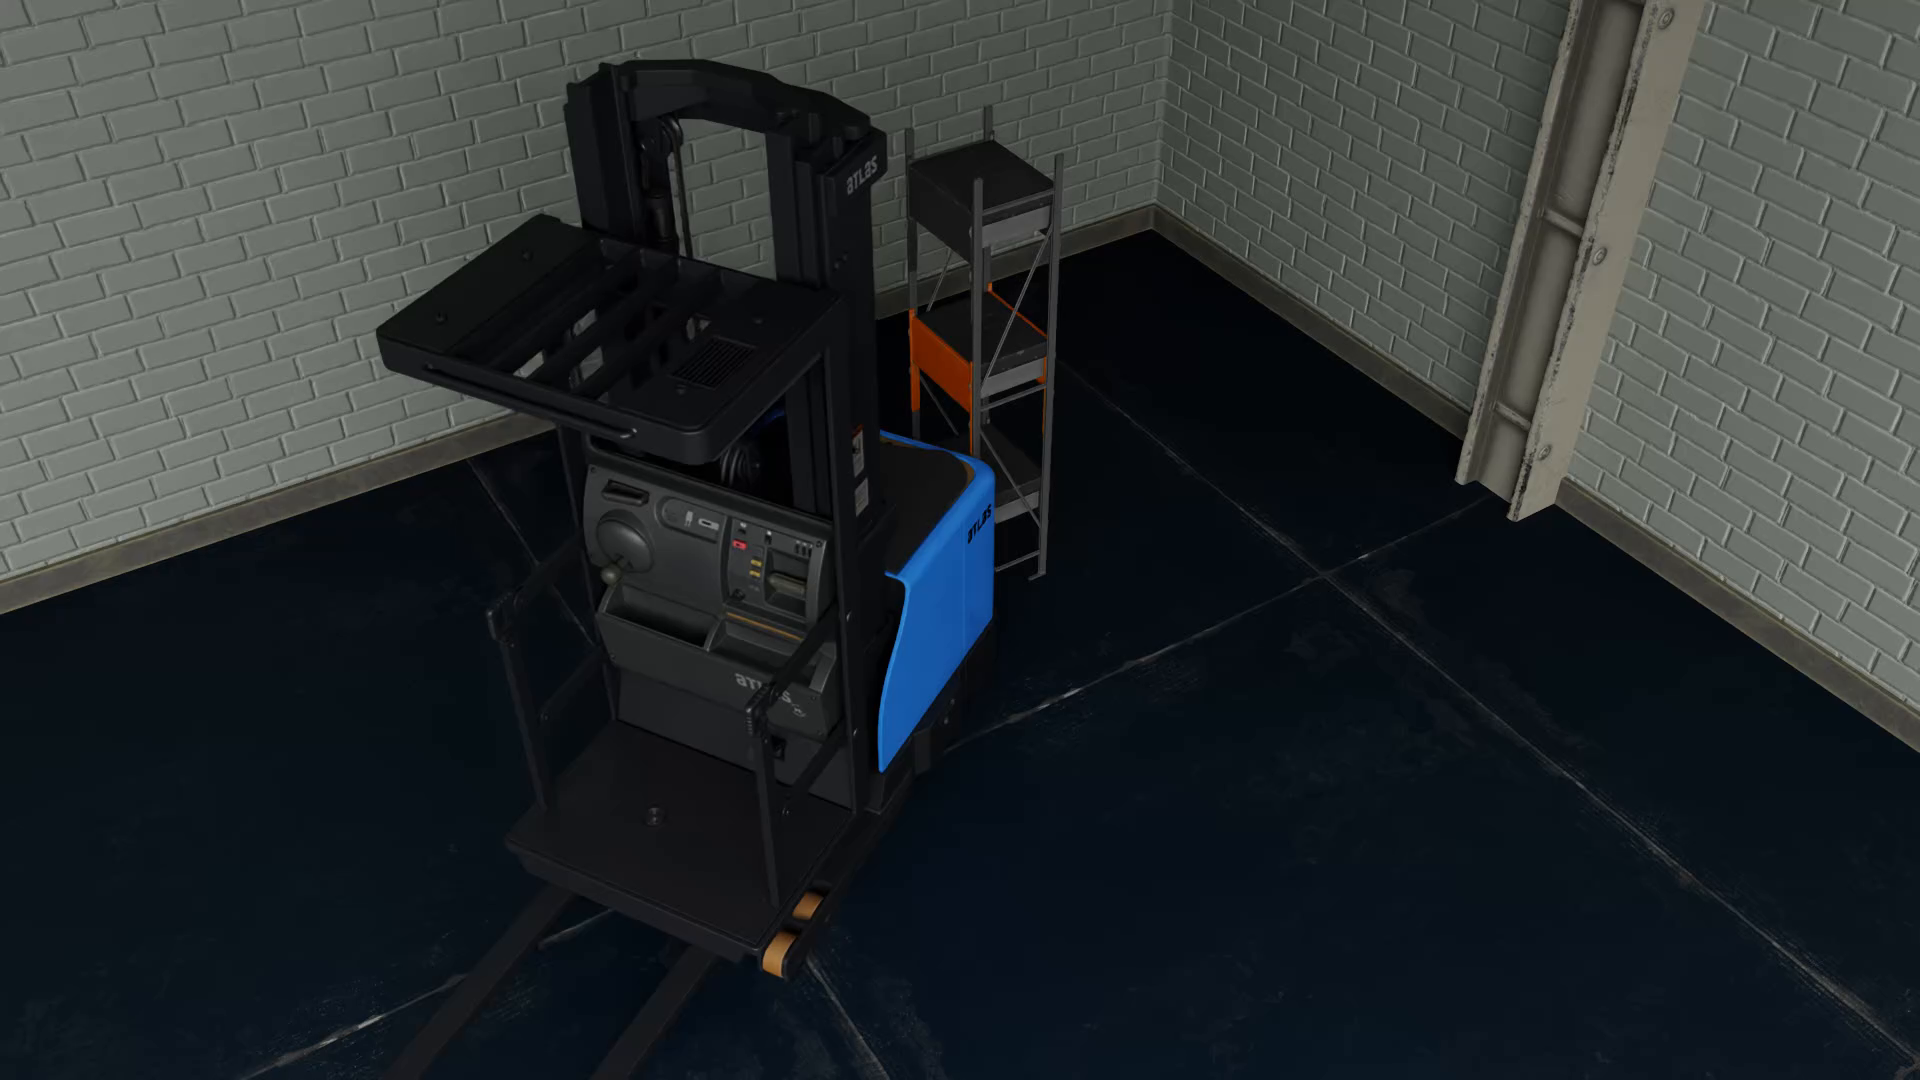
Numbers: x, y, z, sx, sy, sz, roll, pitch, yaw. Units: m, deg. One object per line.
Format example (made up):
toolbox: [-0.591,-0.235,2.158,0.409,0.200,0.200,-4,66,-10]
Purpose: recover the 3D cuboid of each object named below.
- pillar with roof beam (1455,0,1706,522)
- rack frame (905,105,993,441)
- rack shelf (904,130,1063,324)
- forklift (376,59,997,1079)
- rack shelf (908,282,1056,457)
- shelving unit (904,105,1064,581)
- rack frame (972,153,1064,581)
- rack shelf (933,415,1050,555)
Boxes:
pillar with roof beam: [-0.968,-2.220,3.445,9.100,9.000,0.400,-22,45,-24]
rack frame: [-0.042,-0.849,7.189,0.400,2.100,0.015,-22,45,-24]
rack shelf: [0.089,-1.245,6.592,0.431,0.518,0.480,-22,45,-24]
forklift: [-0.951,0.106,5.393,1.130,2.935,3.031,18,43,20]
rack shelf: [0.089,-0.707,7.040,0.431,0.518,0.480,-22,45,-24]
shelving unit: [0.089,-0.717,7.031,0.431,2.100,0.503,-22,45,-24]
rack frame: [0.220,-0.586,6.873,0.400,2.100,0.015,-22,45,-24]
rack shelf: [0.089,-0.169,7.488,0.431,0.518,0.480,-22,45,-24]
